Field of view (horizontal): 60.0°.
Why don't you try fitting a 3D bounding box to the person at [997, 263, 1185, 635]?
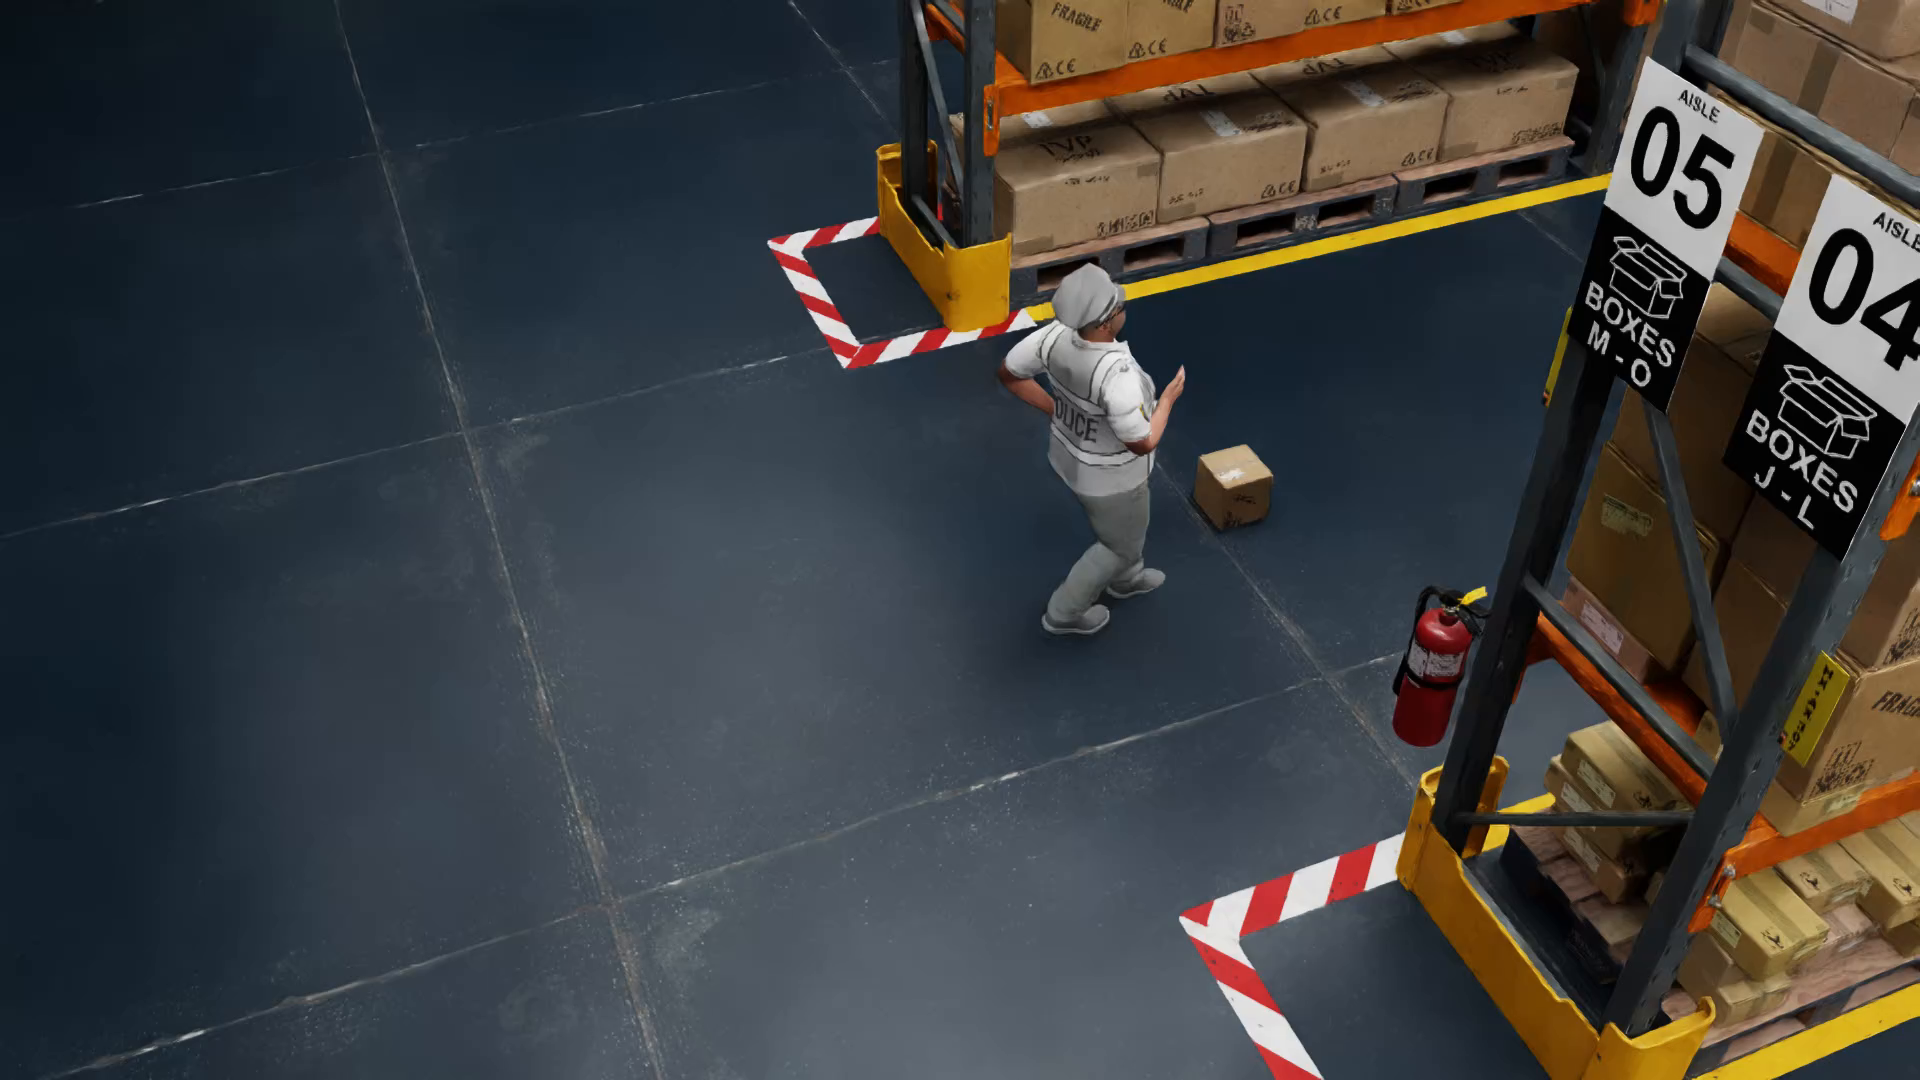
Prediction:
[{"bbox_3d":[0.608,-0.315,6.530,0.753,1.795,0.634,-16,44,-17],"label":"person"}]
